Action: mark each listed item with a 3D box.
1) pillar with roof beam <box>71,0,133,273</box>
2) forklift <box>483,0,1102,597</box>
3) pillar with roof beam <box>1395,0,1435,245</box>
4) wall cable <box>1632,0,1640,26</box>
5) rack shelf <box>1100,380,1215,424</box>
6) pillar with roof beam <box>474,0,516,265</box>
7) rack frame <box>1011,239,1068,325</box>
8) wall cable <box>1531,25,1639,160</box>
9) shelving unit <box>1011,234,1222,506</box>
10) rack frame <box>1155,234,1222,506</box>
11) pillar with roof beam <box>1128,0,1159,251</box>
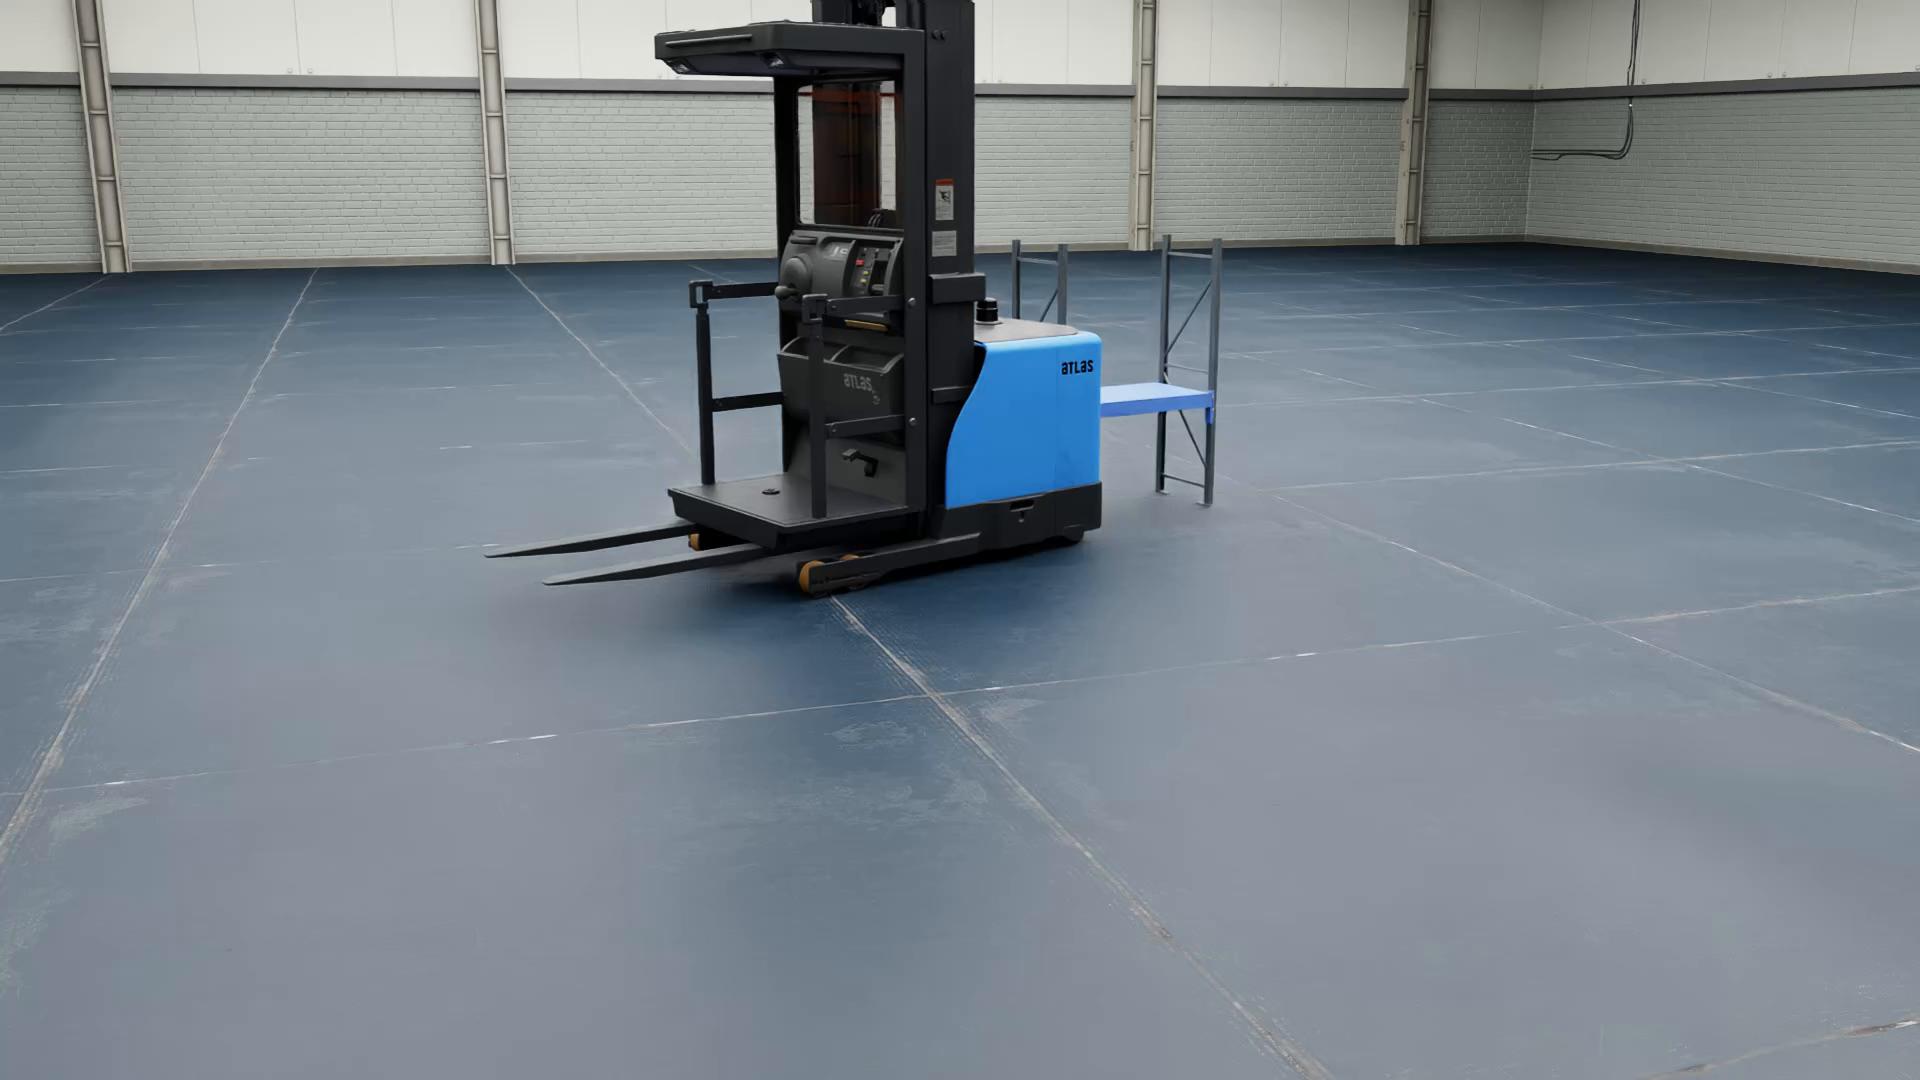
[{"bbox_3d":[-12.180,-7.744,21.754,0.400,9.000,9.100,-4,14,-18],"label":"pillar with roof beam"},{"bbox_3d":[-0.736,-1.303,7.789,3.031,2.935,1.130,-10,17,-37],"label":"forklift"},{"bbox_3d":[10.567,-9.516,29.201,0.400,9.000,9.100,-4,14,-18],"label":"pillar with roof beam"},{"bbox_3d":[13.270,-10.740,30.146,0.112,2.526,3.097,-4,14,-18],"label":"wall cable"},{"bbox_3d":[0.859,-0.738,9.281,1.000,0.185,0.538,-8,15,-29],"label":"rack shelf"},{"bbox_3d":[-6.493,-8.187,23.616,0.400,9.000,9.100,-4,14,-18],"label":"pillar with roof beam"},{"bbox_3d":[0.420,-0.854,8.990,0.032,1.500,0.500,-8,15,-29],"label":"rack frame"},{"bbox_3d":[12.408,-8.877,33.224,0.112,2.526,3.097,-4,14,-18],"label":"wall cable"},{"bbox_3d":[0.859,-0.913,9.239,1.048,1.500,0.538,-8,15,-29],"label":"shelving unit"},{"bbox_3d":[1.298,-0.972,9.488,0.032,1.500,0.500,-8,15,-29],"label":"rack frame"},{"bbox_3d":[4.880,-9.073,27.339,0.400,9.000,9.100,-4,14,-18],"label":"pillar with roof beam"}]
